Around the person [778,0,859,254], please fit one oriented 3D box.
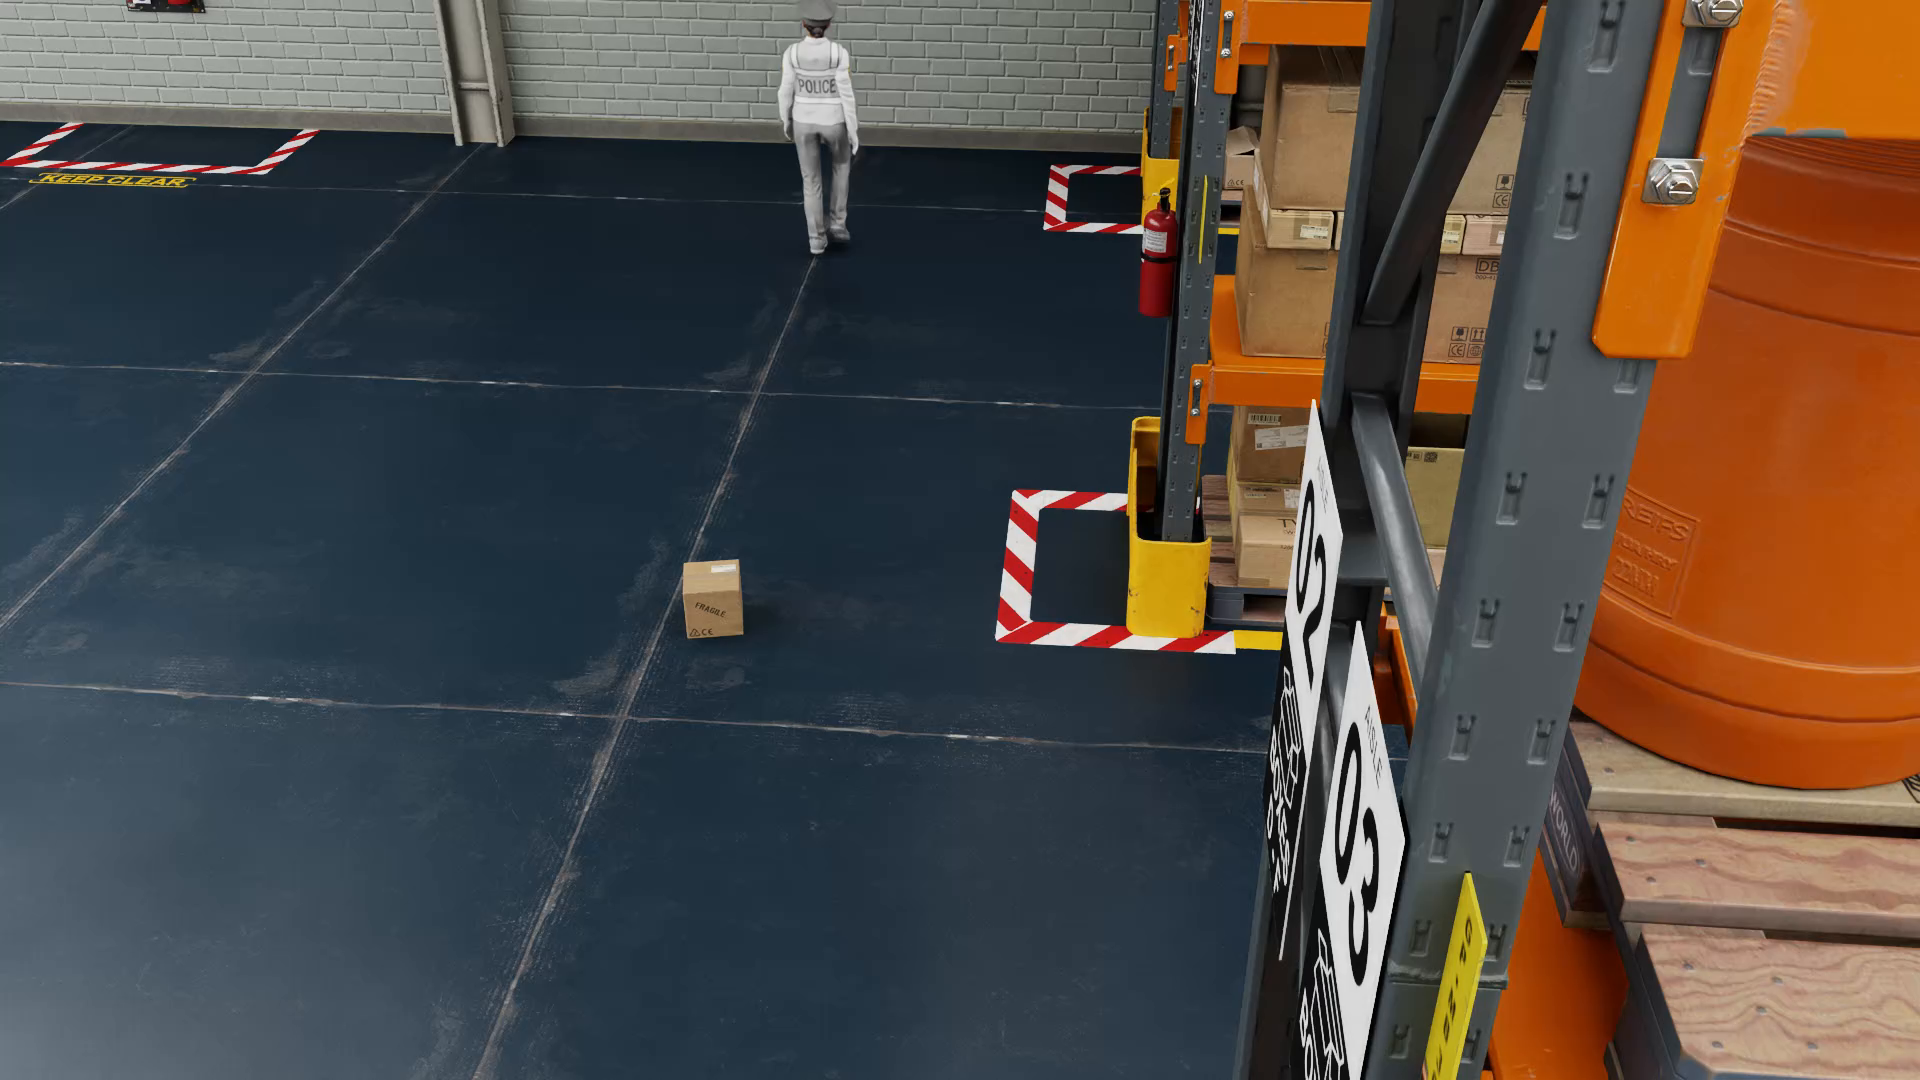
[{"bbox_3d":[-0.927,-2.711,10.945,0.515,1.747,0.488,-1,32,-2],"label":"person"}]
